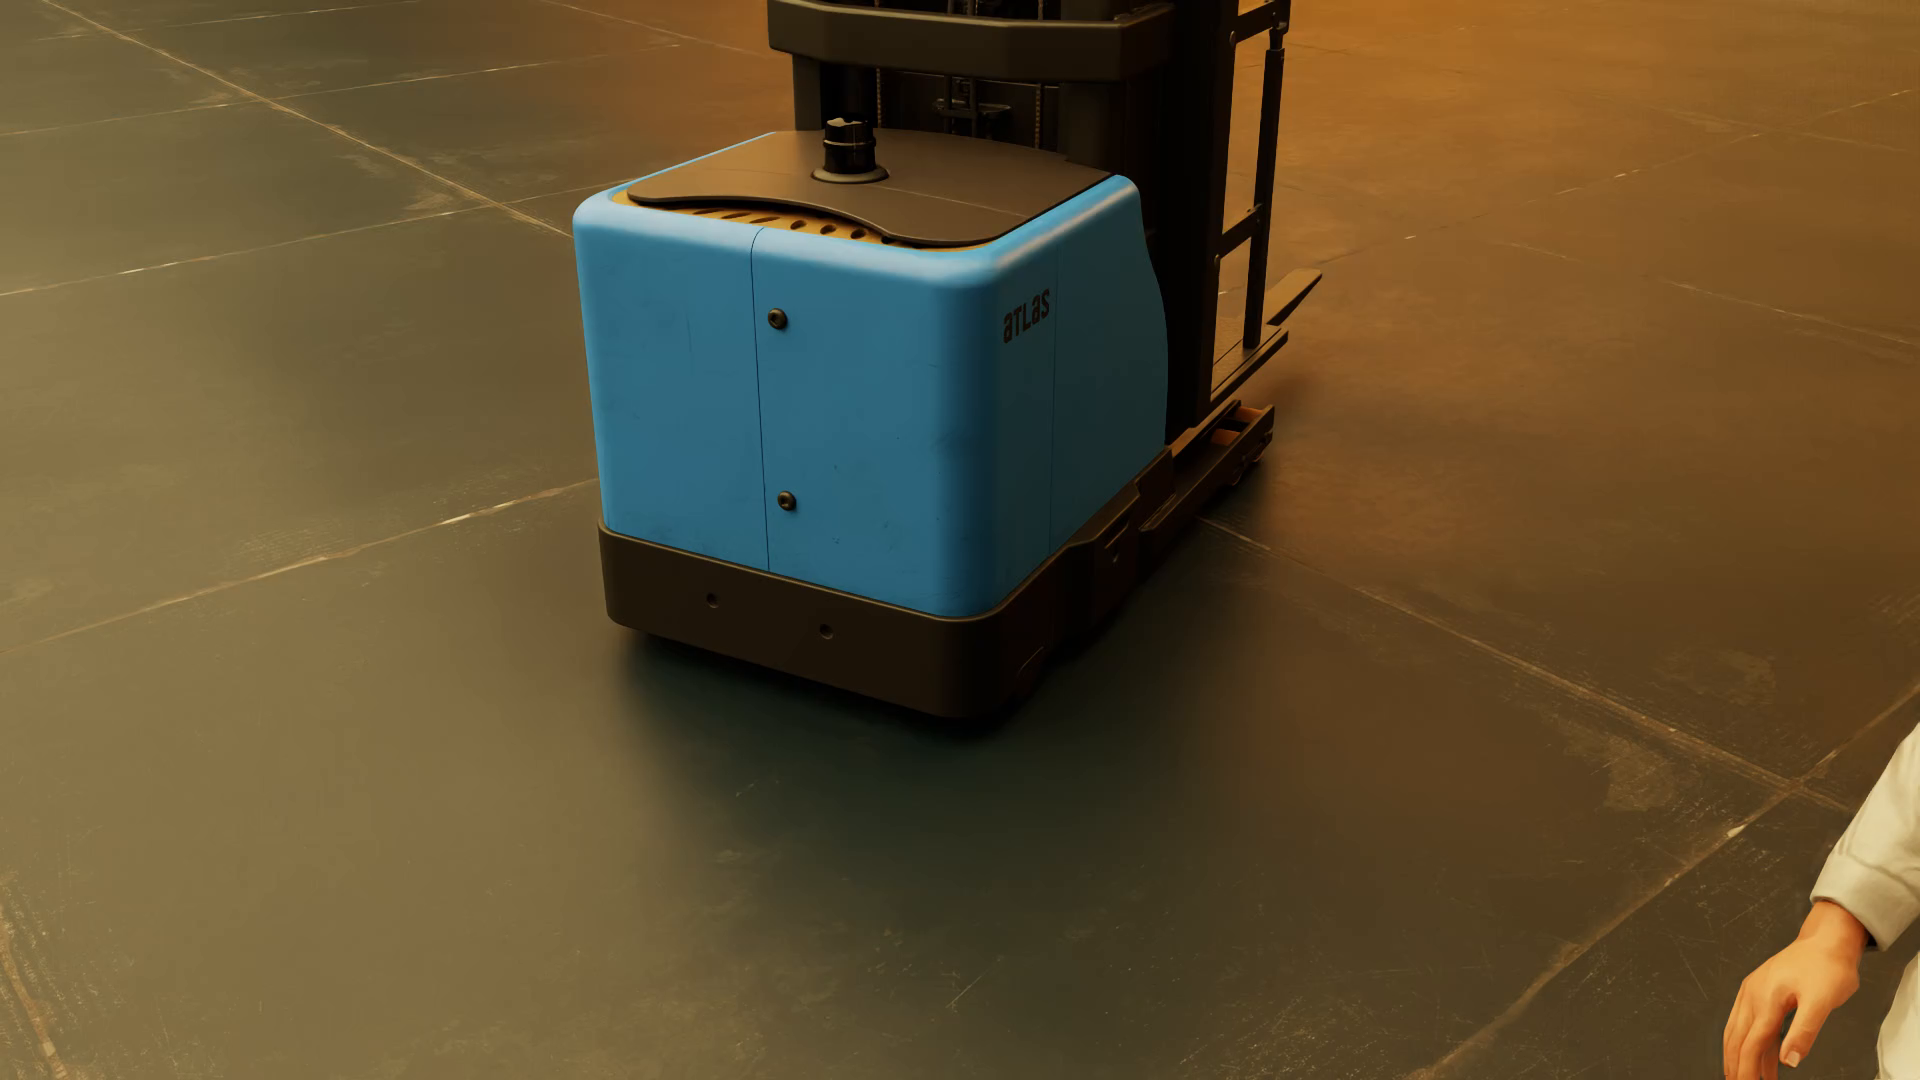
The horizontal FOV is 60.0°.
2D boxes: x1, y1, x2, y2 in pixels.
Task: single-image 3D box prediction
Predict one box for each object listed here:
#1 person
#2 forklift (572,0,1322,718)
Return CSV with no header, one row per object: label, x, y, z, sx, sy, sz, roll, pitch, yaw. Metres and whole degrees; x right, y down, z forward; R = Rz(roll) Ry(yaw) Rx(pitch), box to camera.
person,0.957,0.604,1.341,0.515,1.740,0.728,-14,30,-26
forklift,0.285,-1.552,4.331,1.130,2.935,3.031,13,29,25
